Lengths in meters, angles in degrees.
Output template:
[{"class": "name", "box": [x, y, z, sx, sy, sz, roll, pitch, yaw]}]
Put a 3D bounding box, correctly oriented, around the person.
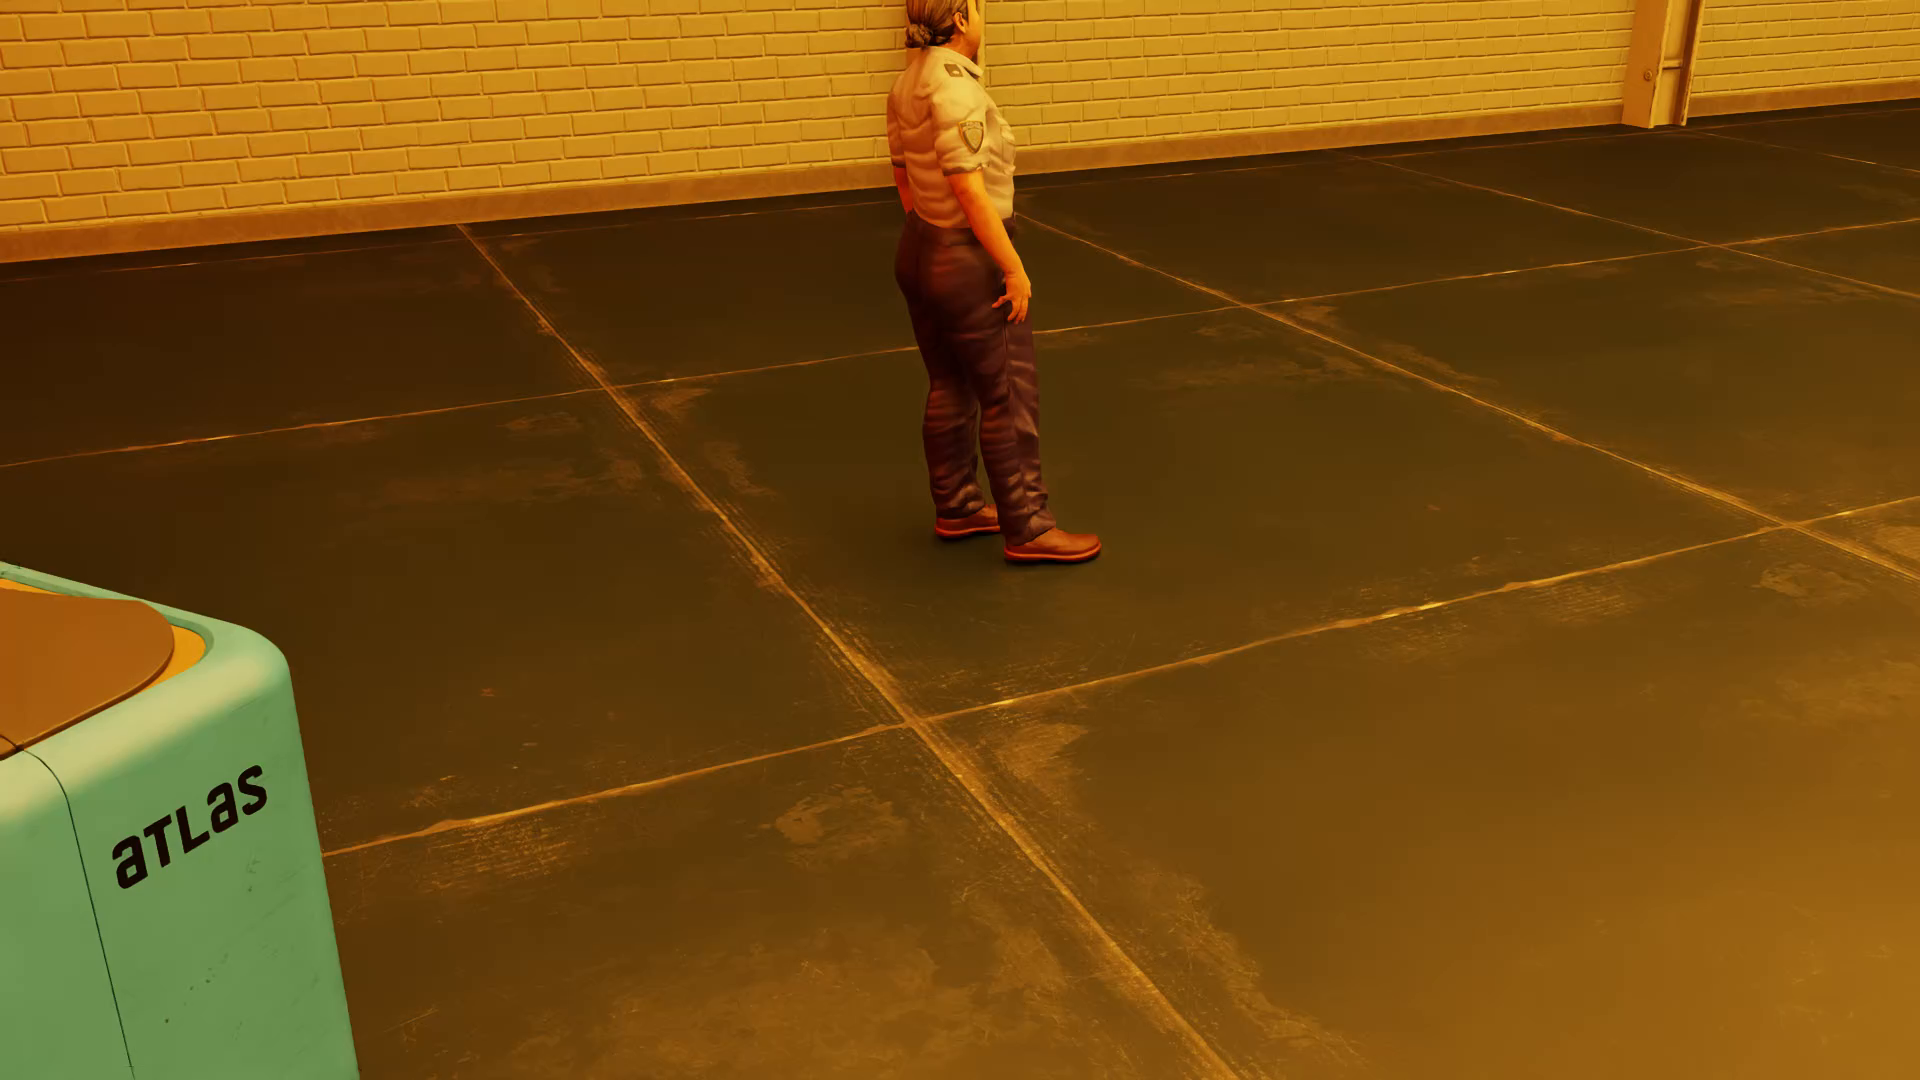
[{"class": "person", "box": [0.092, -0.774, 4.804, 0.502, 1.651, 0.598, -10, 25, -23]}]
